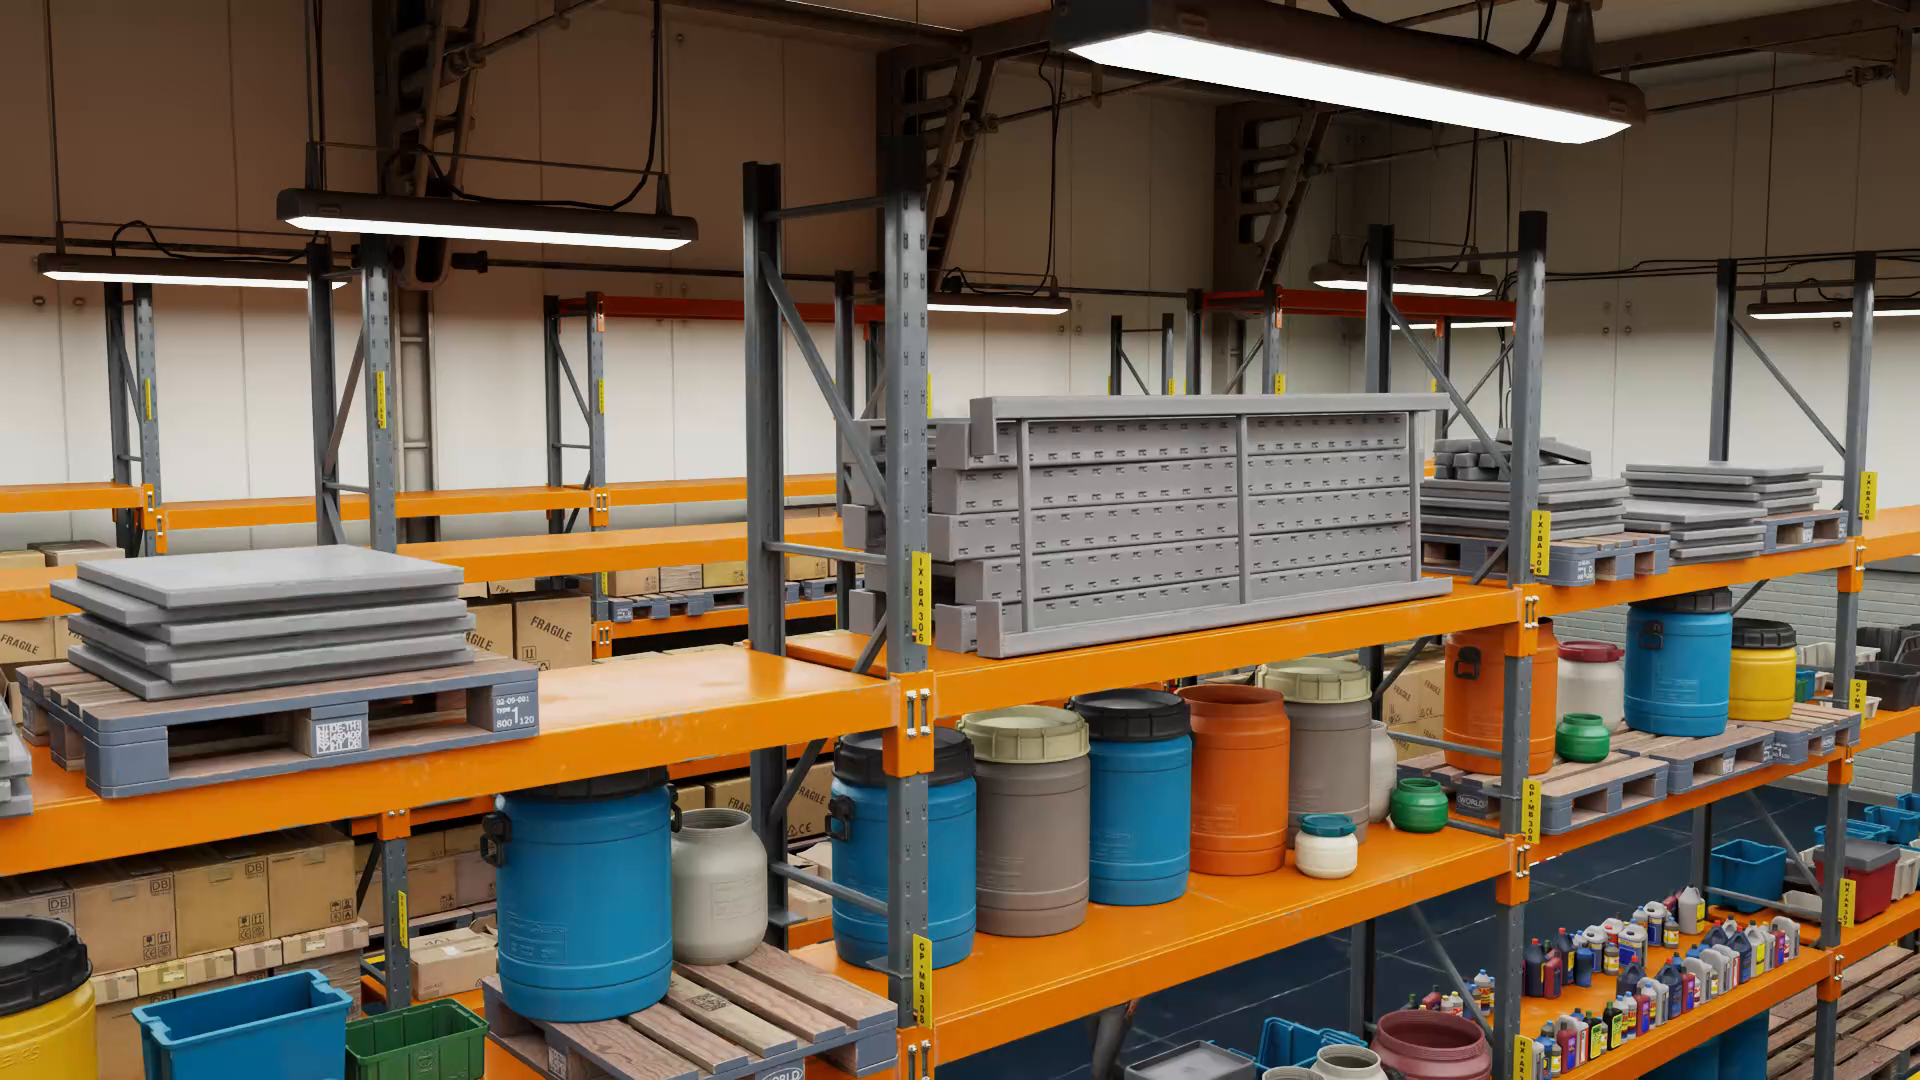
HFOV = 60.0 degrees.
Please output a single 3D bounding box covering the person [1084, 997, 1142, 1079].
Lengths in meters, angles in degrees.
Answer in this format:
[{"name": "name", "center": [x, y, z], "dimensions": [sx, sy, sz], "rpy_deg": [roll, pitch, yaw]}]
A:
[{"name": "person", "center": [1.011, 3.256, 11.288], "dimensions": [0.560, 1.713, 0.728], "rpy_deg": [5, 8, 45]}]
